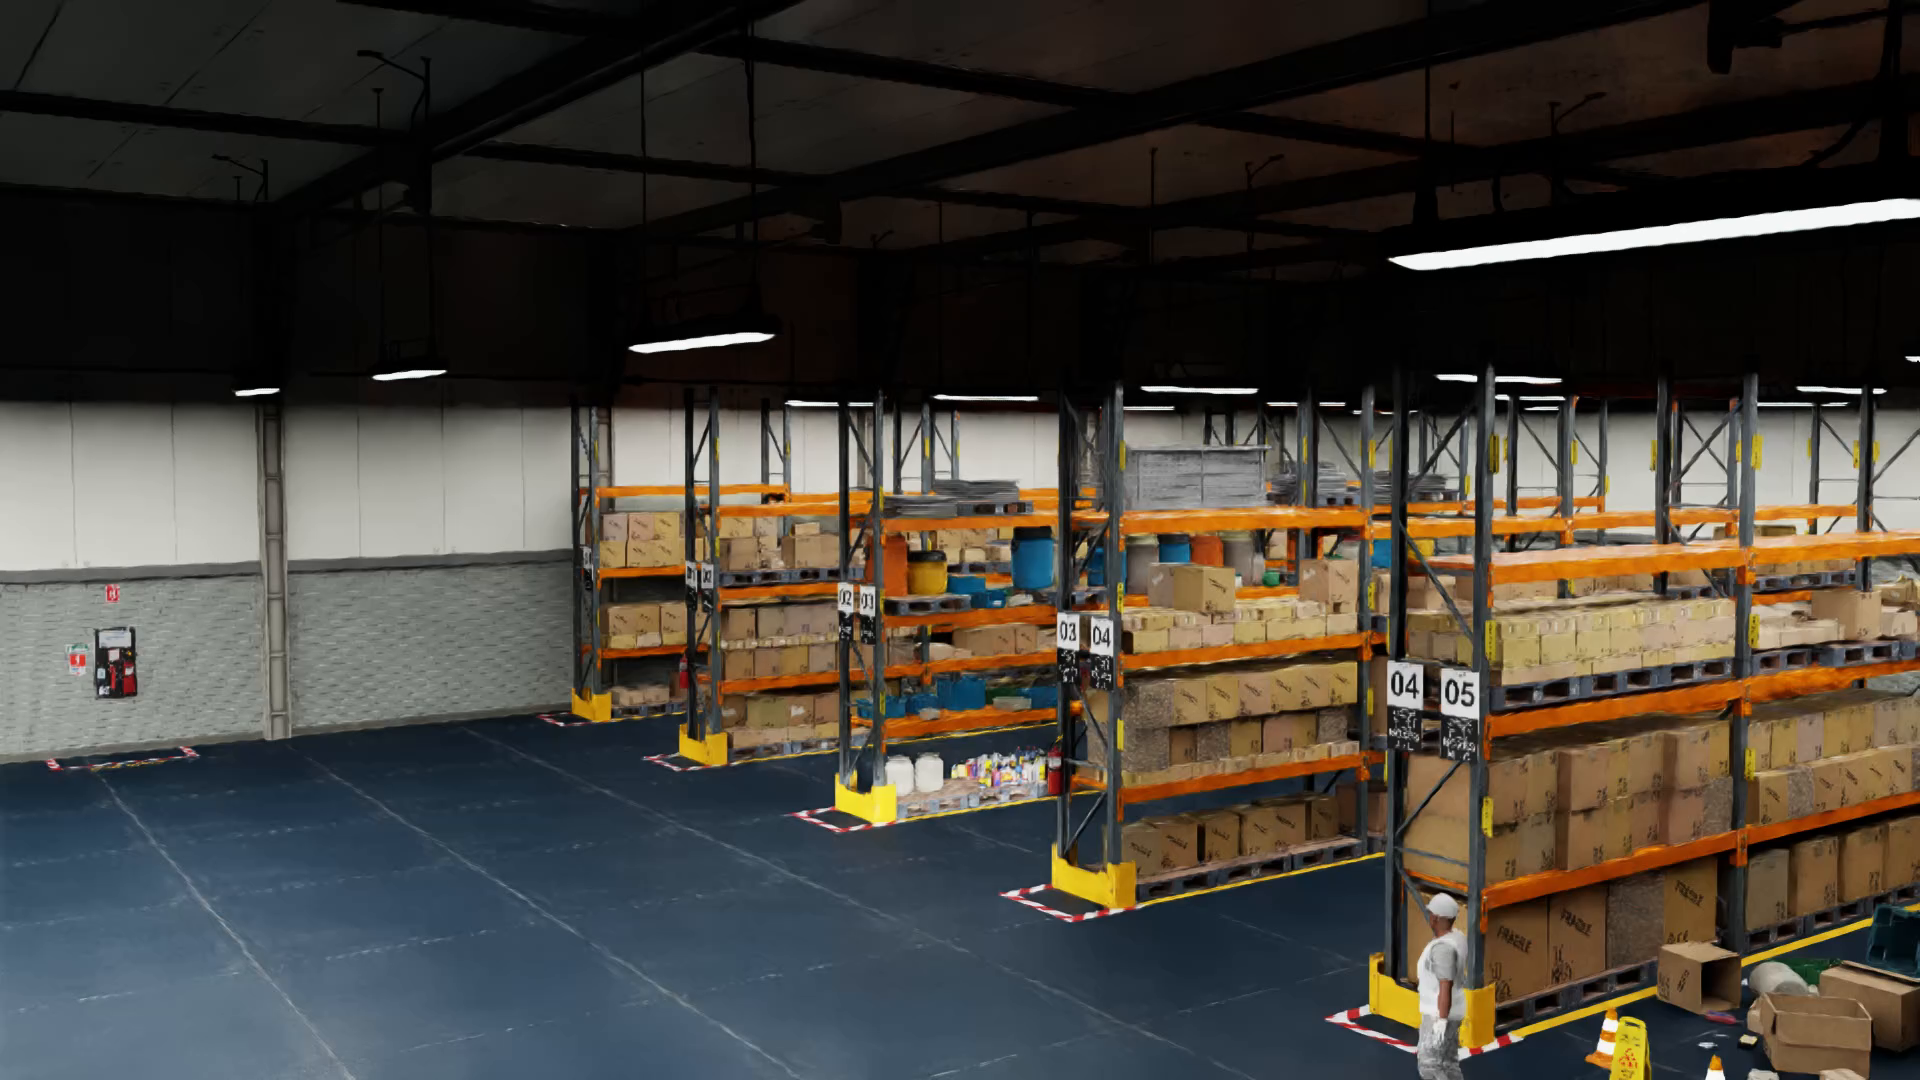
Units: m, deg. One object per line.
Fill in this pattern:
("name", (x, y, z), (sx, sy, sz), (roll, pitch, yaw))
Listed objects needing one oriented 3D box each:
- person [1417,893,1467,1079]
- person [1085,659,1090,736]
("person", (3.599, 3.507, 12.326), (0.402, 1.753, 0.643), (2, 4, 25))
("person", (2.438, 2.532, 28.910), (0.490, 1.767, 0.627), (2, 4, 29))
